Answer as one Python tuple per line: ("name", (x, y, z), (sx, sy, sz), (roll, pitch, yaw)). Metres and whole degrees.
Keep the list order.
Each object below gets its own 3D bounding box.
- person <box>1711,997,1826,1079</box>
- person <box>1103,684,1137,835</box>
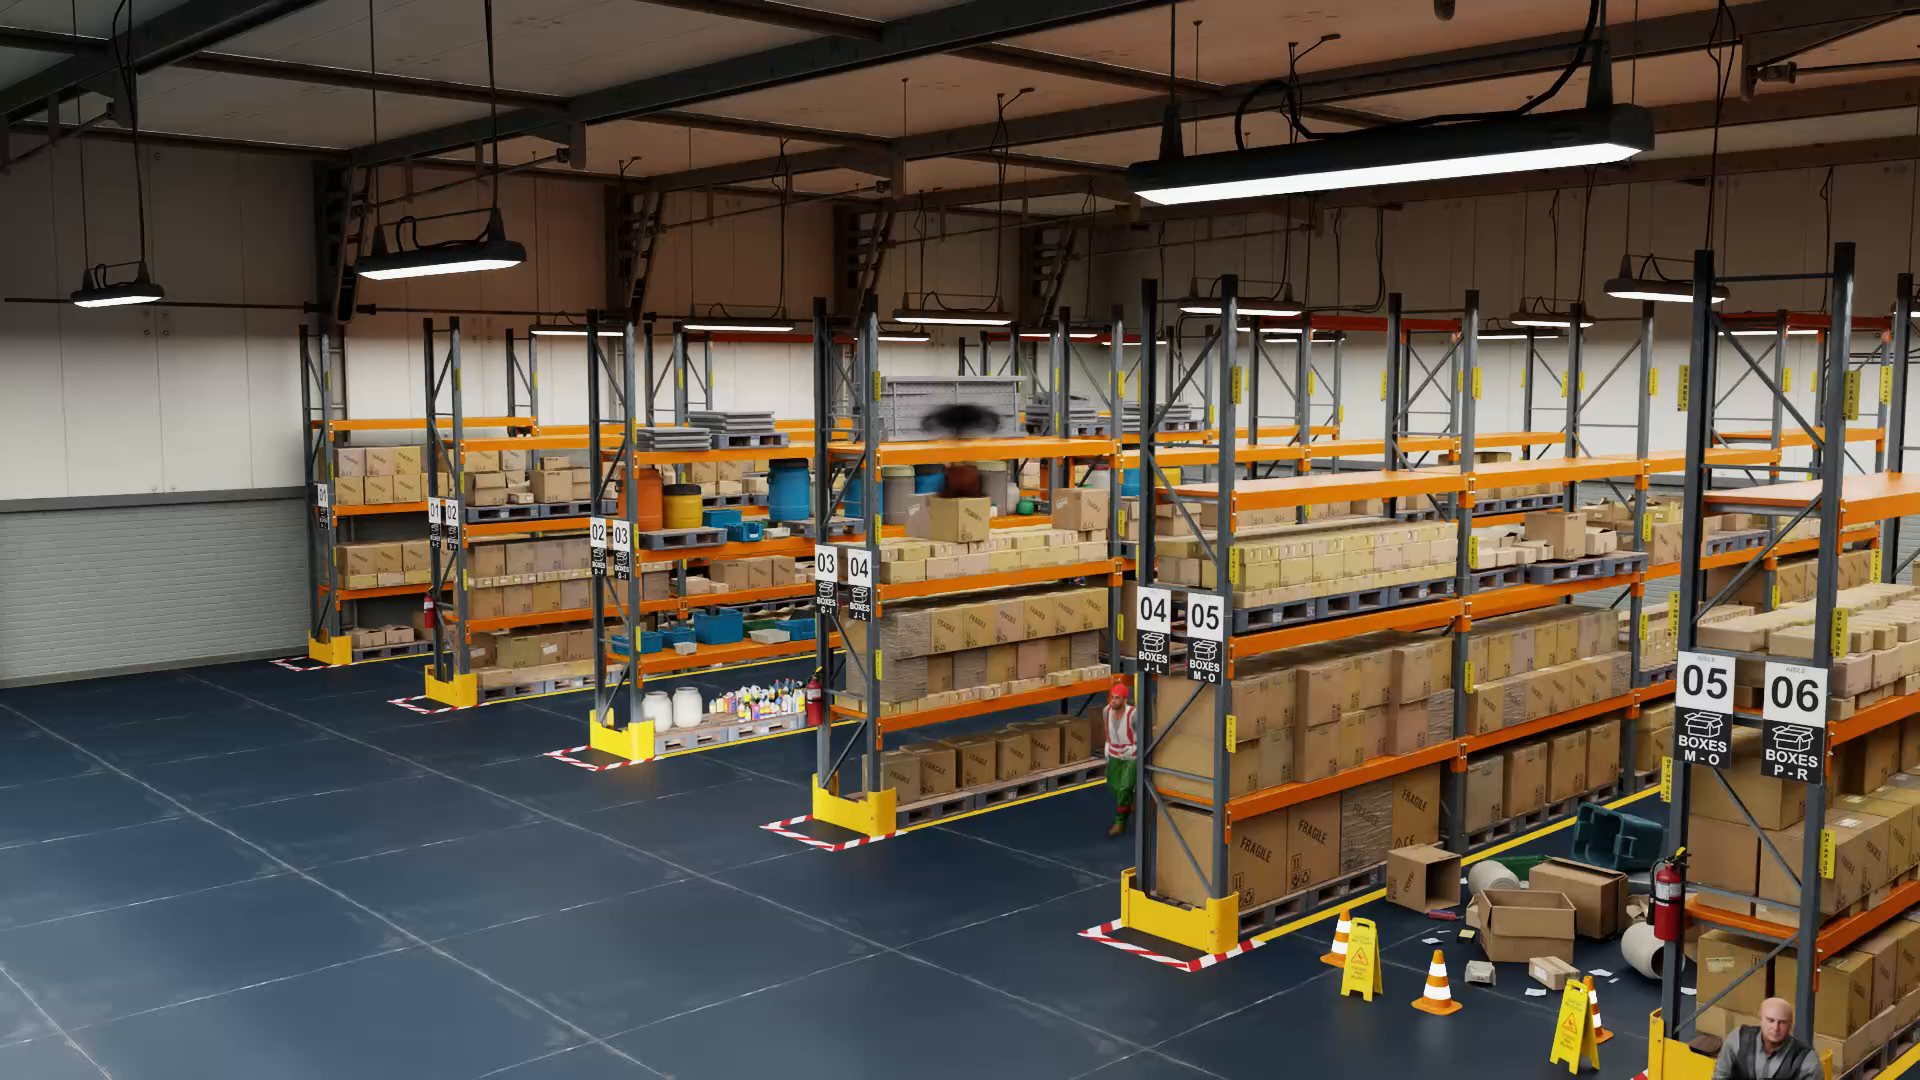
("person", (4.710, 3.377, 9.608), (0.699, 1.658, 0.759), (4, 7, 37))
("person", (1.888, 2.435, 18.683), (0.644, 1.719, 0.737), (3, 7, 29))
